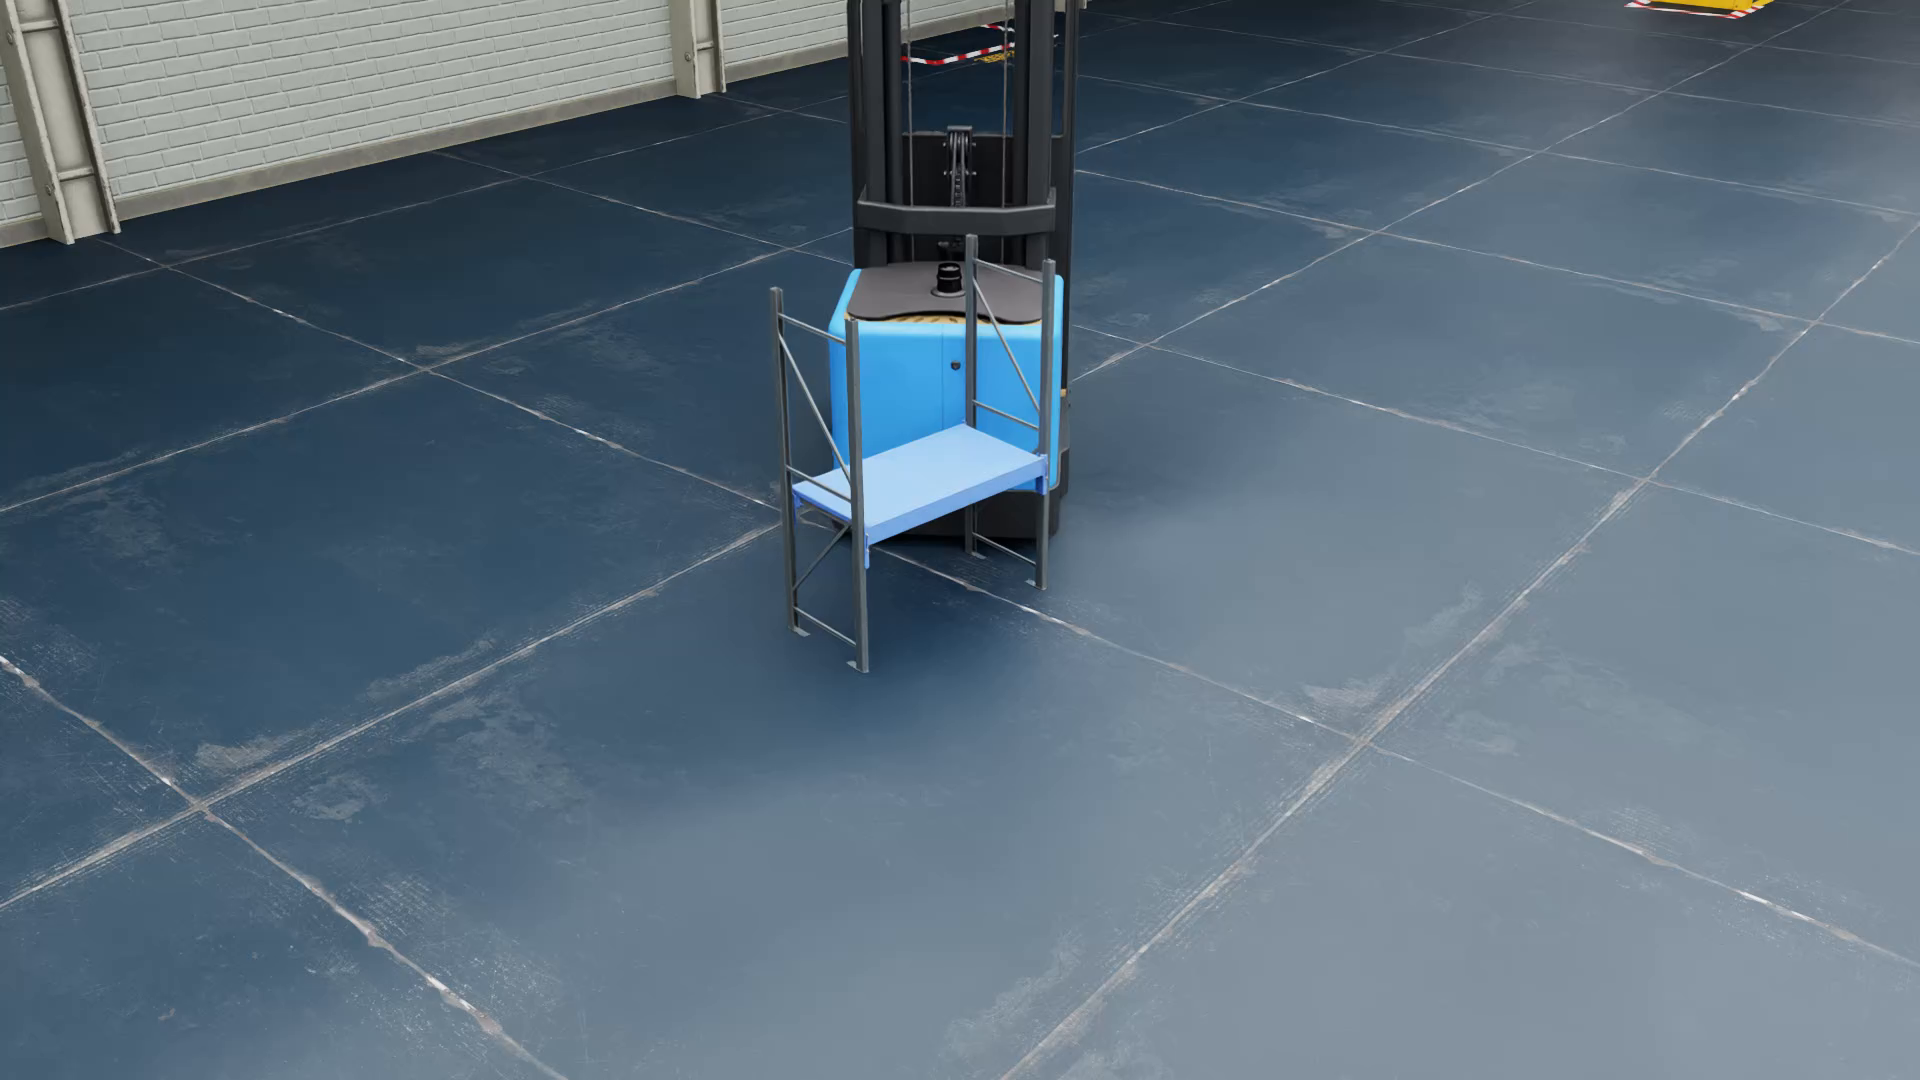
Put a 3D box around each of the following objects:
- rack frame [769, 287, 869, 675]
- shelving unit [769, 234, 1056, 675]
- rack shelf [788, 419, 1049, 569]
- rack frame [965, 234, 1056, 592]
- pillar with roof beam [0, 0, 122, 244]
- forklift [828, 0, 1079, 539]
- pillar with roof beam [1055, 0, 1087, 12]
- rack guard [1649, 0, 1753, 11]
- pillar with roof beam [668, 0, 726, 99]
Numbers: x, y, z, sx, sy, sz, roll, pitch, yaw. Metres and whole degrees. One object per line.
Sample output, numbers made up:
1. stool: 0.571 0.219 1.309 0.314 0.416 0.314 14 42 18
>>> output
1. rack frame: -0.547 -0.212 6.528 0.032 1.500 0.500 -23 35 -37
2. shelving unit: -0.172 -0.370 6.833 1.048 1.500 0.538 -23 35 -37
3. rack shelf: -0.172 -0.210 6.916 1.000 0.185 0.538 -23 35 -37
4. rack frame: 0.202 -0.528 7.138 0.032 1.500 0.500 -23 35 -37
5. pillar with roof beam: -3.009 -4.951 7.527 9.100 9.000 0.400 21 34 34
6. forklift: 0.032 -1.952 8.333 1.130 2.935 3.031 2 27 4
7. pillar with roof beam: 4.623 -9.206 15.751 9.100 9.000 0.400 21 34 34
8. rack guard: 9.150 -6.860 20.467 1.175 0.500 0.348 21 34 34
9. pillar with roof beam: 0.807 -7.078 11.639 9.100 9.000 0.400 21 34 34
